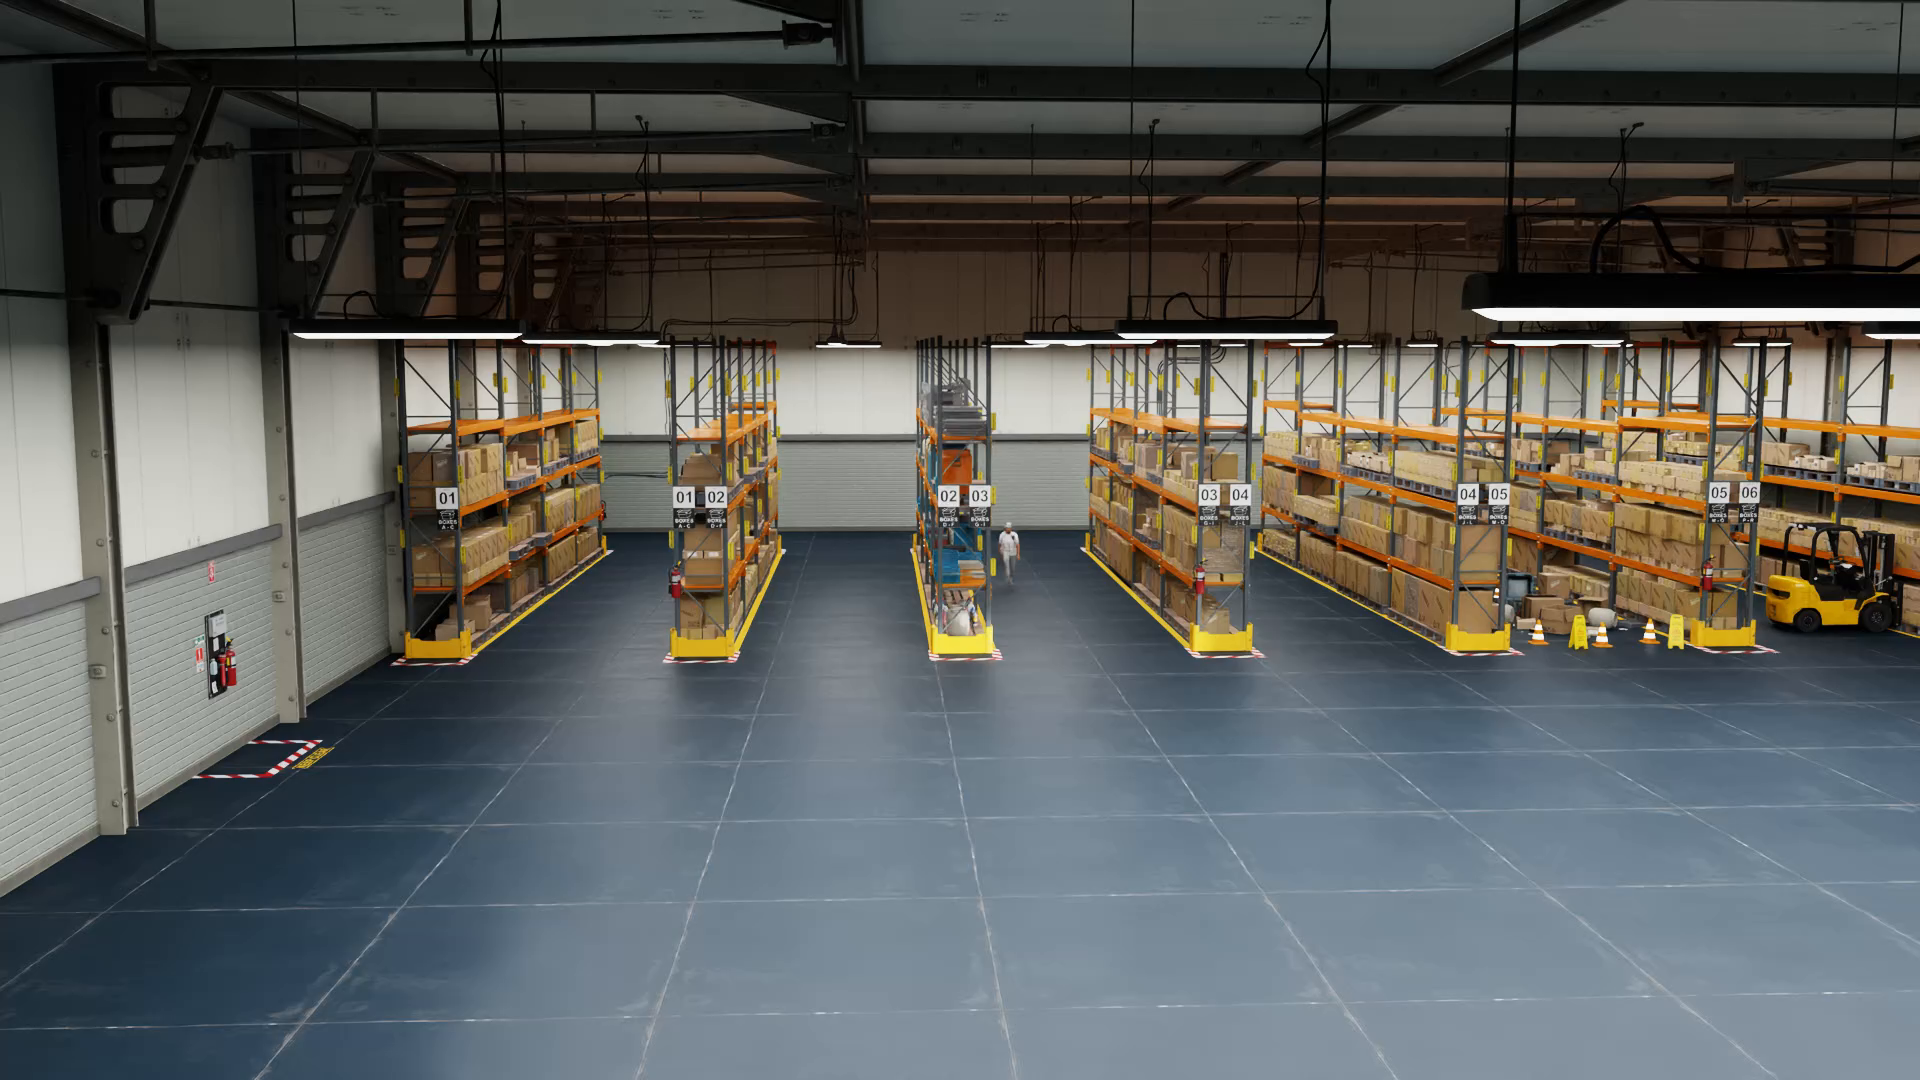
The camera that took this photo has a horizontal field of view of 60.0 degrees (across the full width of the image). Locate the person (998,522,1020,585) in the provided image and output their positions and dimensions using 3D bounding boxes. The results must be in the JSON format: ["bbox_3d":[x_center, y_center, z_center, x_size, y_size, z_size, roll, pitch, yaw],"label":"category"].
[{"bbox_3d":[1.190,0.341,40.110,0.497,1.572,1.035,-1,7,-6],"label":"person"}]
